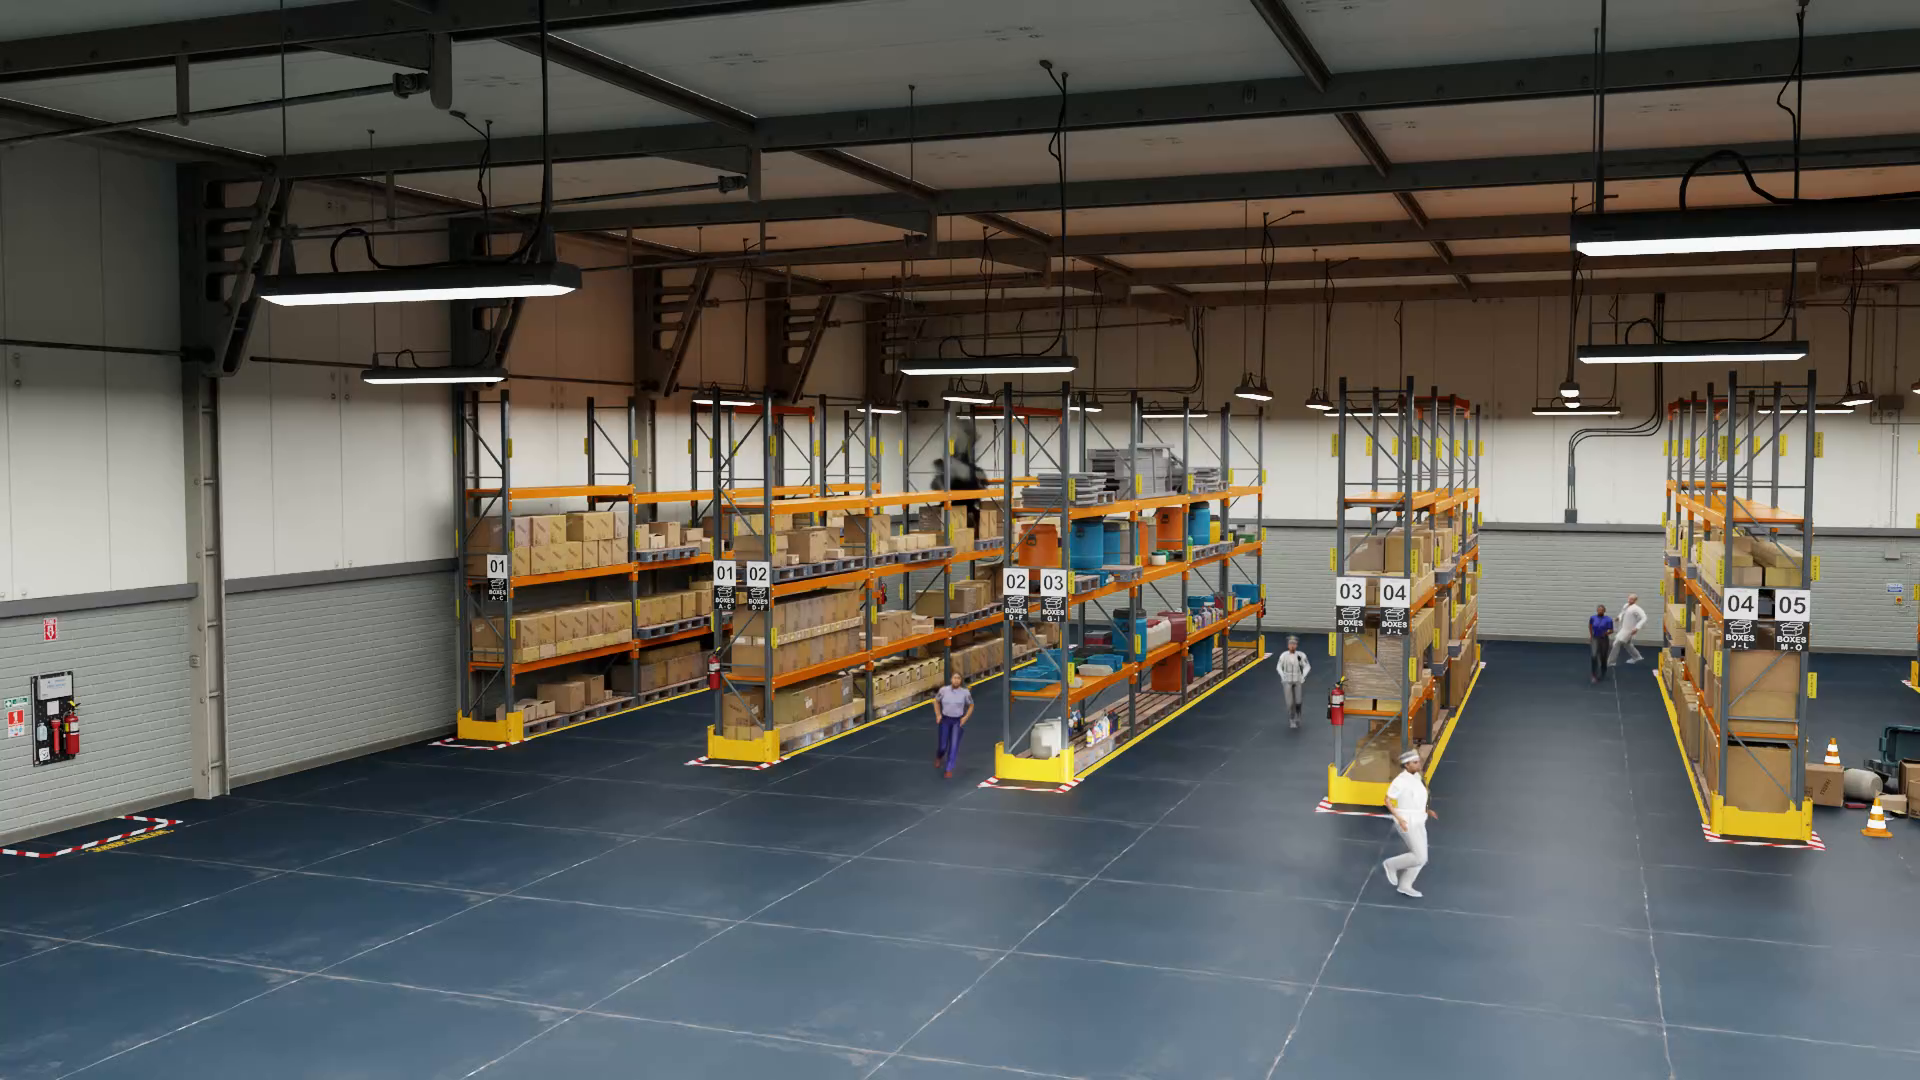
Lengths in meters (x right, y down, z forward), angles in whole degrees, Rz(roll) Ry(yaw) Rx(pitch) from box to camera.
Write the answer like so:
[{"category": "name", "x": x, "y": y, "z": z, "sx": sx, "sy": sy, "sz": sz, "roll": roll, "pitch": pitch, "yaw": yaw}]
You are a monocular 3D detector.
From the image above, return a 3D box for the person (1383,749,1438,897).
[{"category": "person", "x": 5.048, "y": 3.155, "z": 18.581, "sx": 0.558, "sy": 1.658, "sz": 0.574, "roll": 3, "pitch": 4, "yaw": 44}]

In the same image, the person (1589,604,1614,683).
[{"category": "person", "x": 13.783, "y": 2.223, "z": 35.758, "sx": 0.519, "sy": 1.696, "sz": 0.889, "roll": 1, "pitch": 3, "yaw": 24}]

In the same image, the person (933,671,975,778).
[{"category": "person", "x": -0.094, "y": 2.828, "z": 25.475, "sx": 0.634, "sy": 1.628, "sz": 0.541, "roll": 0, "pitch": 3, "yaw": -1}]

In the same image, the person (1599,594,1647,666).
[{"category": "person", "x": 15.149, "y": 2.050, "z": 38.006, "sx": 0.998, "sy": 1.698, "sz": 0.864, "roll": 1, "pitch": 3, "yaw": 20}]

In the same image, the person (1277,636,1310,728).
[{"category": "person", "x": 5.952, "y": 2.537, "z": 29.713, "sx": 0.592, "sy": 1.651, "sz": 0.501, "roll": 1, "pitch": 3, "yaw": 14}]
